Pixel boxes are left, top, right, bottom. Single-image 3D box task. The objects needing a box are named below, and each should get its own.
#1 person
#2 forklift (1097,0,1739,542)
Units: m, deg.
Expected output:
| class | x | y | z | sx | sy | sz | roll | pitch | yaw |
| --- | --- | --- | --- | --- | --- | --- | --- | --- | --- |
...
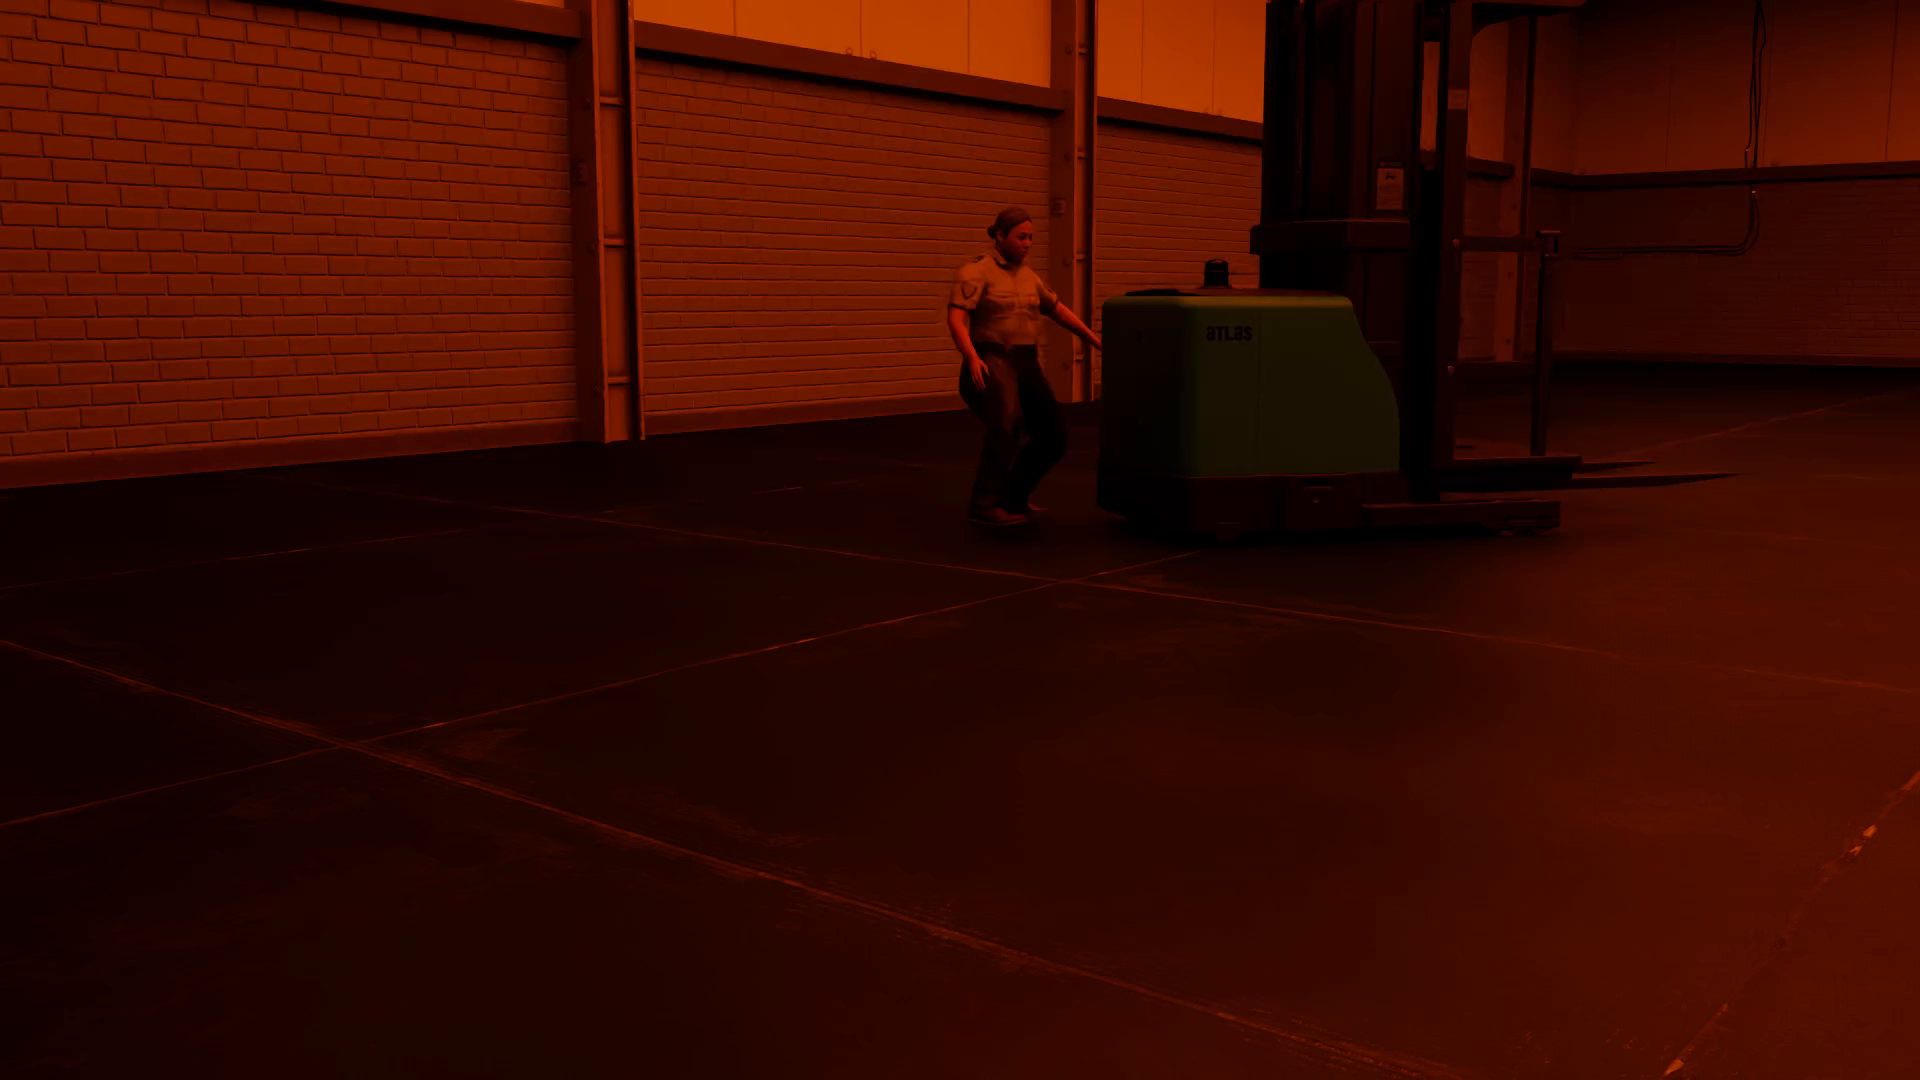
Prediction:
| class | x | y | z | sx | sy | sz | roll | pitch | yaw |
| --- | --- | --- | --- | --- | --- | --- | --- | --- | --- |
| person | 0.278 | -0.804 | 7.890 | 0.928 | 1.526 | 0.779 | -8 | 11 | -43 |
| forklift | 2.233 | -1.537 | 7.788 | 3.031 | 2.935 | 1.130 | -2 | 9 | -16 |
